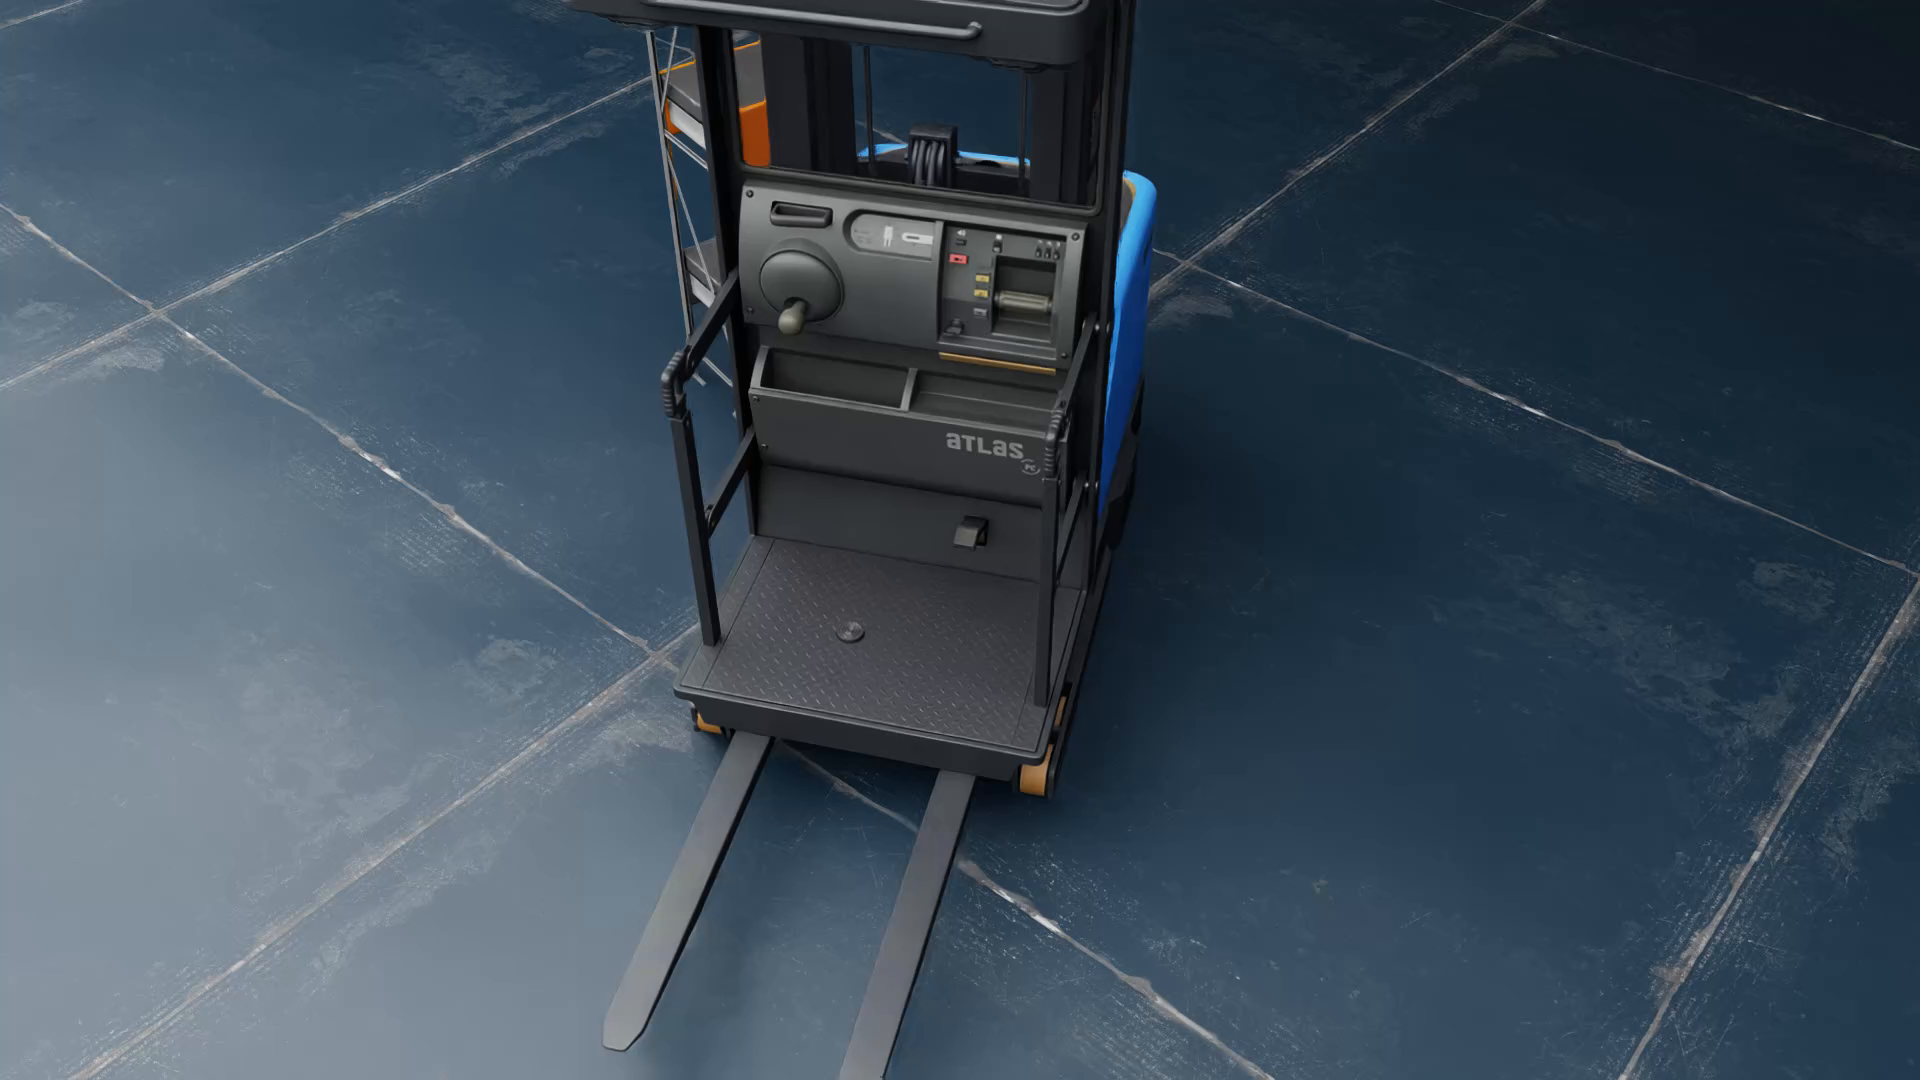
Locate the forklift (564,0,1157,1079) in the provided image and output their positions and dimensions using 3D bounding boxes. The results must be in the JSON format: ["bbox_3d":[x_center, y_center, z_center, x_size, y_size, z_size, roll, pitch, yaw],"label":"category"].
[{"bbox_3d":[-0.186,-0.618,4.251,1.130,2.935,3.031,9,43,10],"label":"forklift"}]

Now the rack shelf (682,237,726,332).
[{"bbox_3d":[-0.719,-0.879,6.216,0.480,0.518,0.431,-26,49,-26],"label":"rack shelf"}]

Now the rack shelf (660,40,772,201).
[{"bbox_3d":[-0.719,-1.397,5.745,0.480,0.518,0.431,-26,49,-26],"label":"rack shelf"}]

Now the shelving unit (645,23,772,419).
[{"bbox_3d":[-0.719,-1.407,5.736,0.503,2.100,0.431,-26,49,-26],"label":"shelving unit"}]

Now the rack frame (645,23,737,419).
[{"bbox_3d":[-0.916,-1.309,5.629,0.015,2.100,0.400,-26,49,-26],"label":"rack frame"}]
